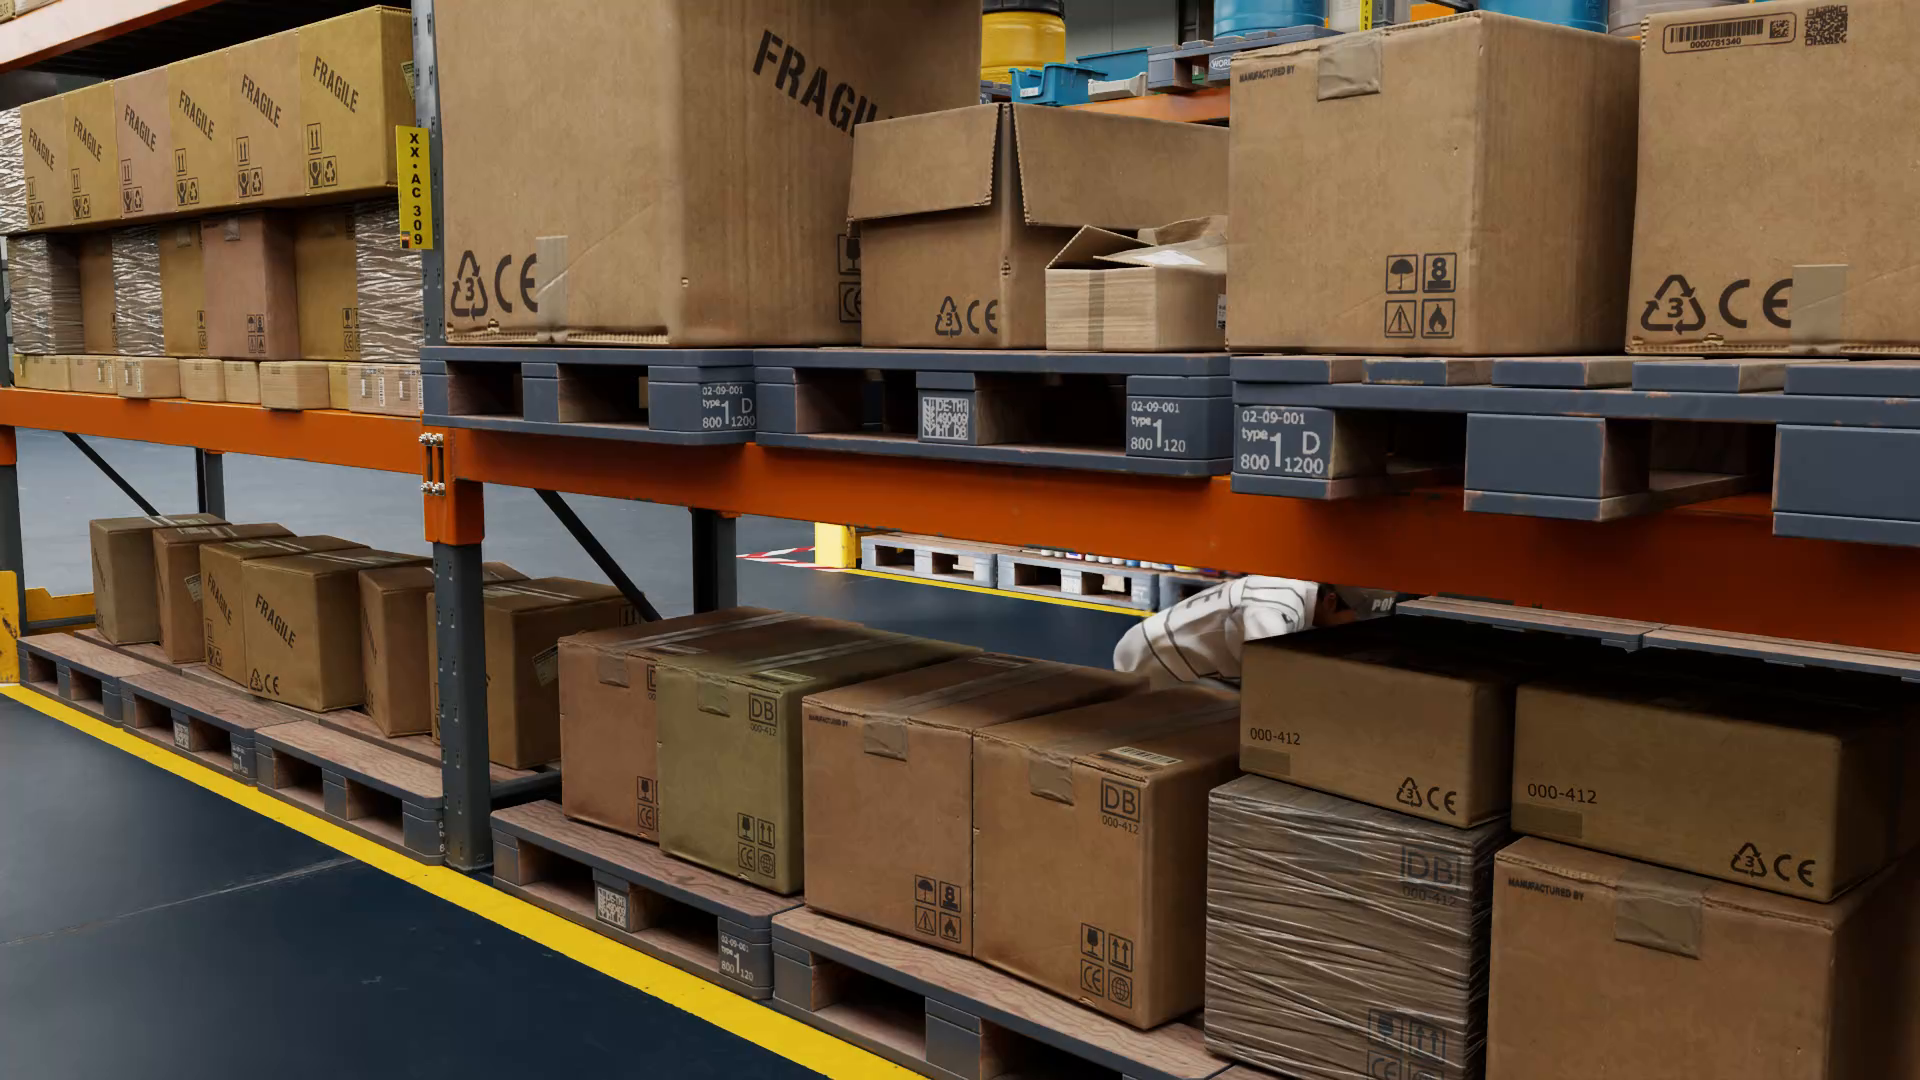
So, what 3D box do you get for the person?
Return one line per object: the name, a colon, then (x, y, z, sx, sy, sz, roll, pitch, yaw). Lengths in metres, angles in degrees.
person: (0.892, 0.474, 5.051, 0.857, 0.909, 0.516, 7, 10, 43)
